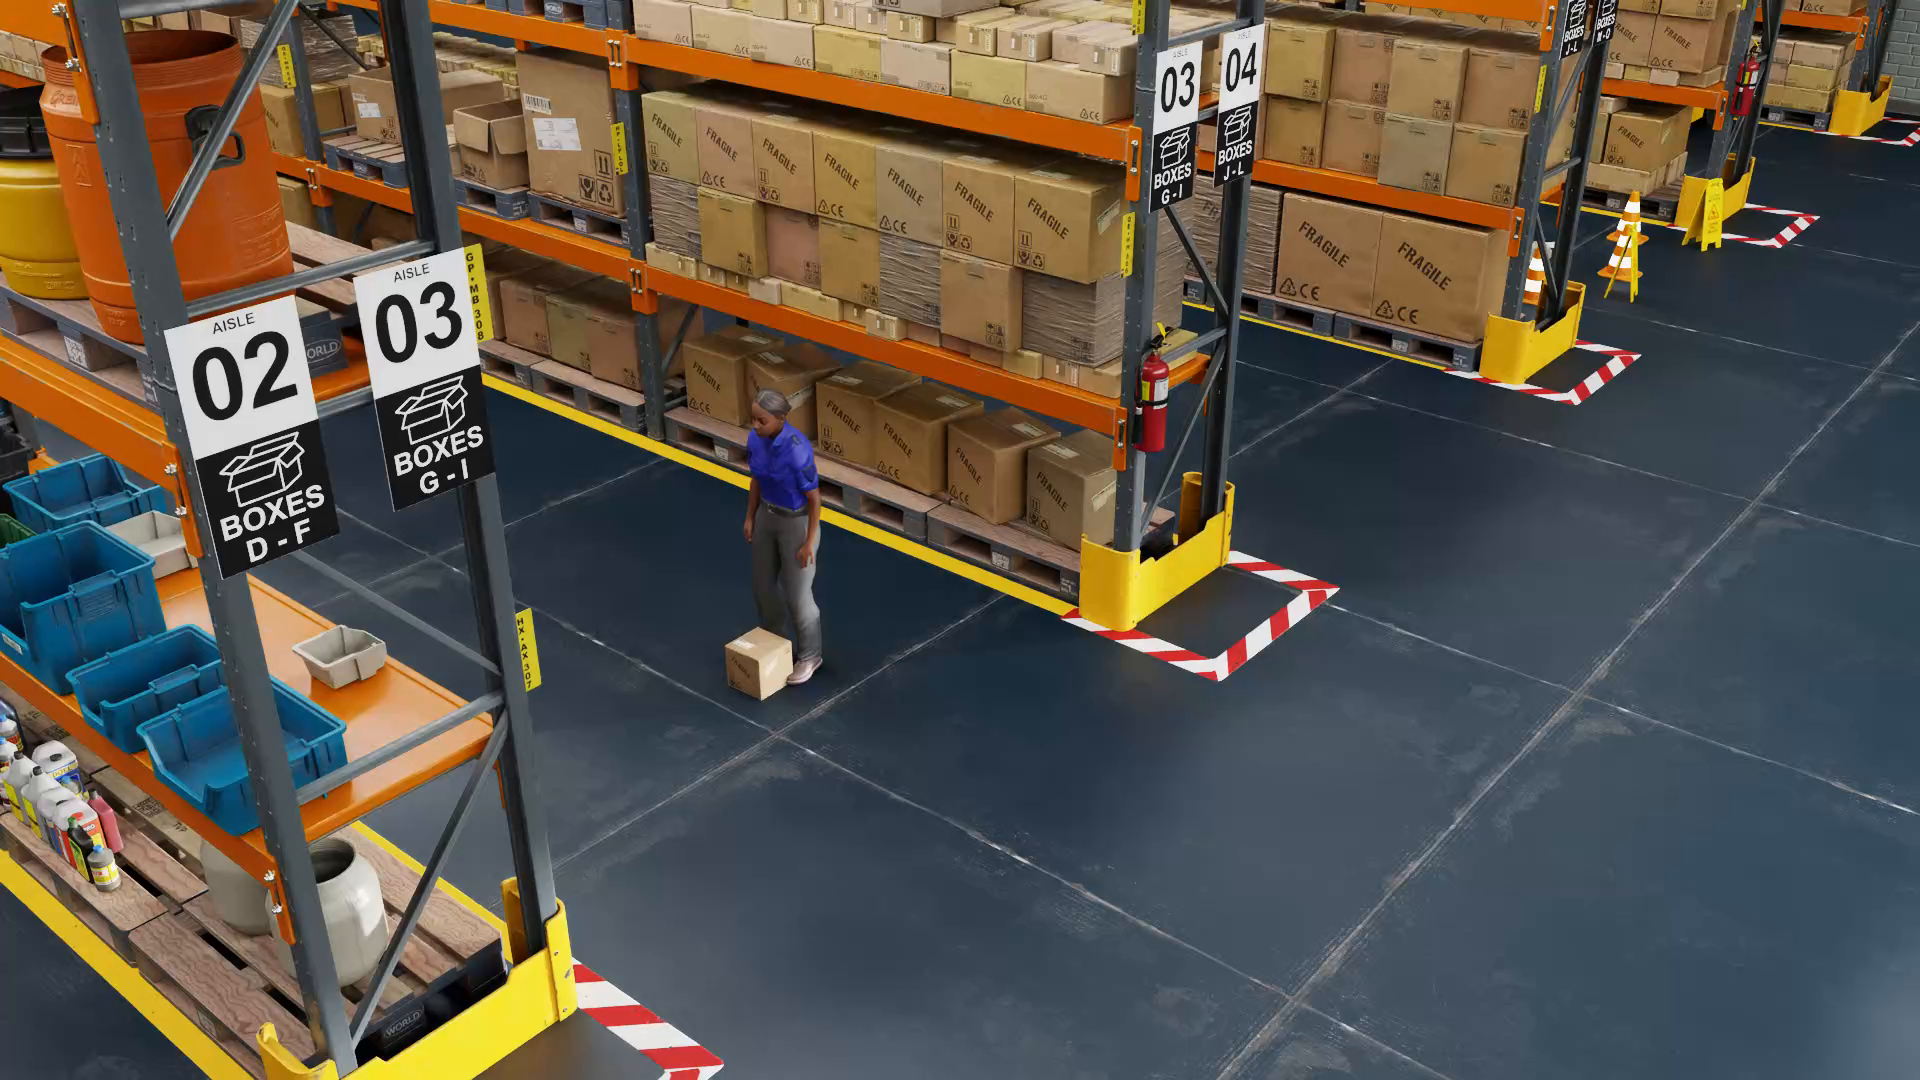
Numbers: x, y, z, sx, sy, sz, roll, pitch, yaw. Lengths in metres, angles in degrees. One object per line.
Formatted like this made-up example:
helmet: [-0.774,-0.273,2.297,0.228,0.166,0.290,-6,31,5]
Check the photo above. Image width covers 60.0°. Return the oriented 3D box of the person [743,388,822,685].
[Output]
person: [-0.933,-0.050,8.720,0.506,1.655,0.346,21,34,35]
